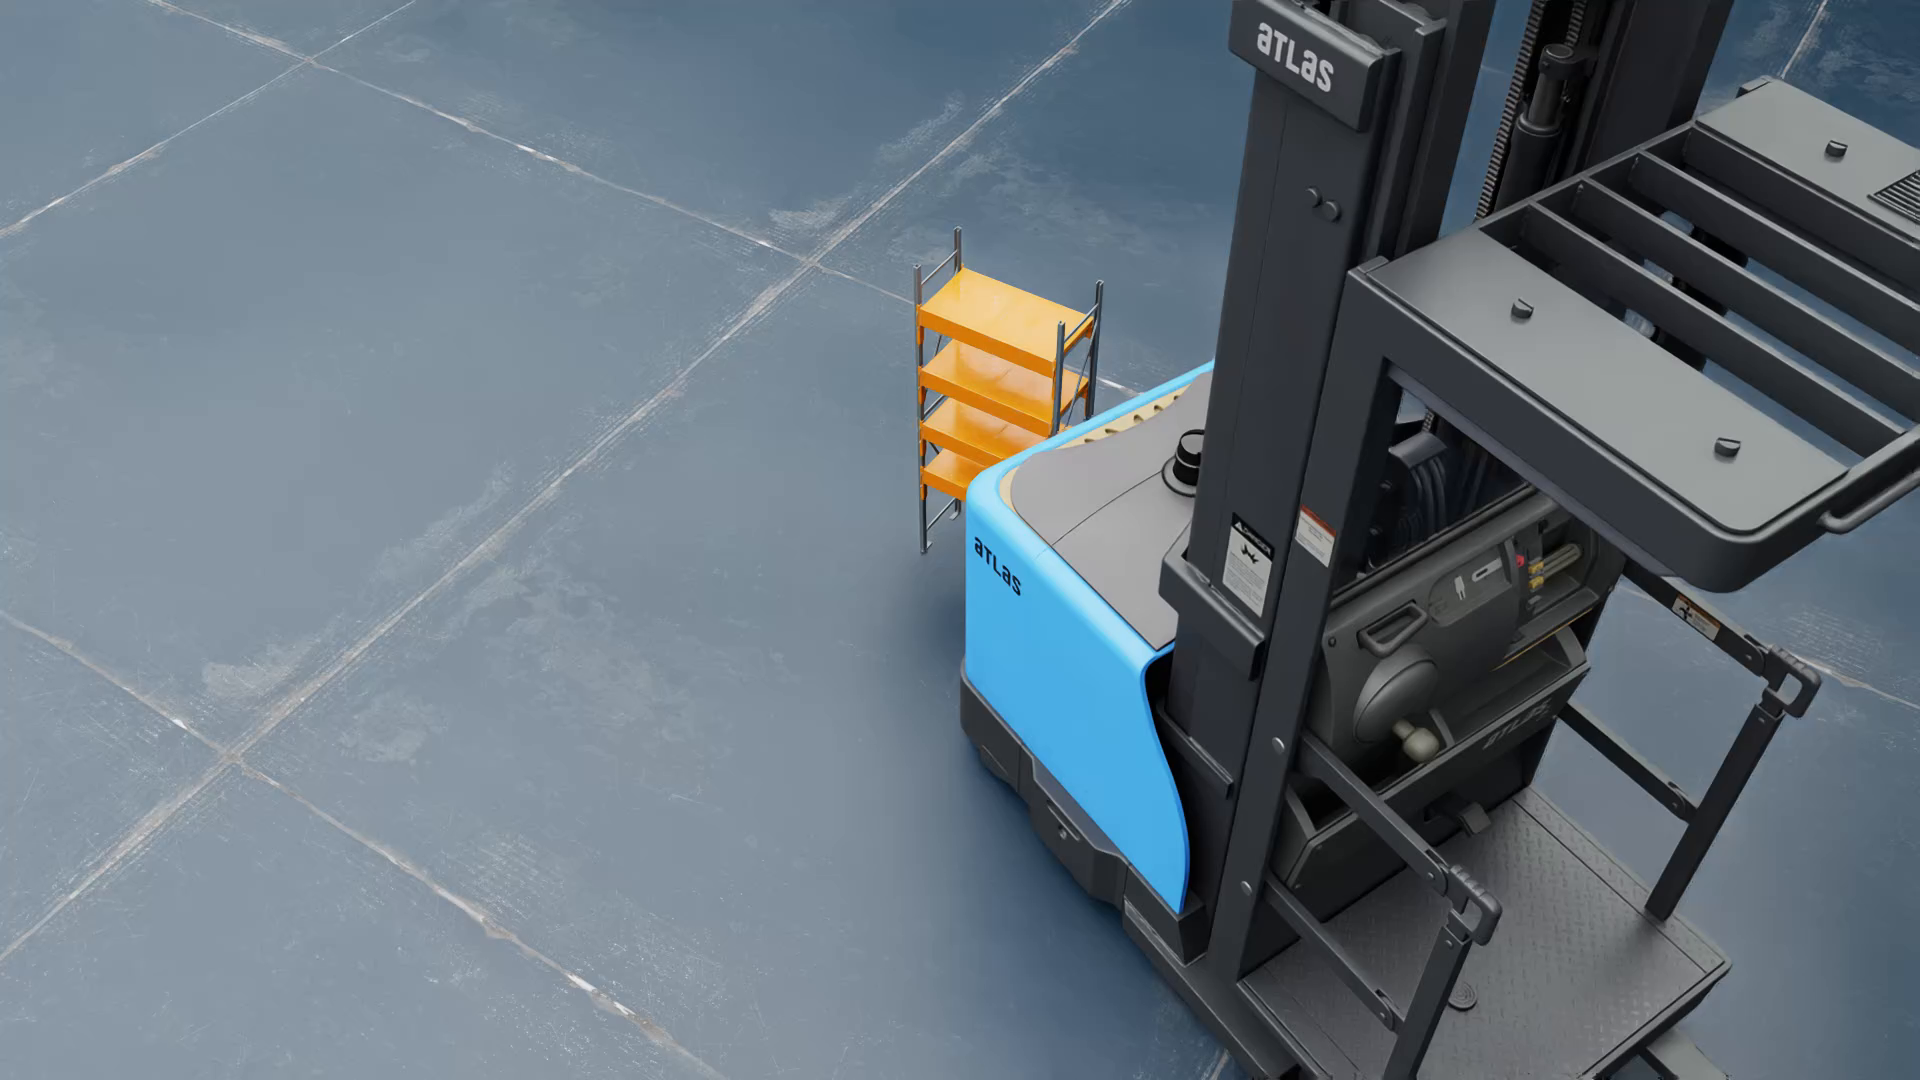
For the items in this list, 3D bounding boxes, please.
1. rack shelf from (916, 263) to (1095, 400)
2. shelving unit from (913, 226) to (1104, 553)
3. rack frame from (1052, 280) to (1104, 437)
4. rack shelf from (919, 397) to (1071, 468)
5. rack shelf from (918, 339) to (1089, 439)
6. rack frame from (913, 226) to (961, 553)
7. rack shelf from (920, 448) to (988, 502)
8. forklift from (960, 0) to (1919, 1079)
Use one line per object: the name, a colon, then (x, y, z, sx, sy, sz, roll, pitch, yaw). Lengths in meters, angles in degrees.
rack shelf: (0.139, -0.628, 4.976, 0.480, 0.148, 0.258, 25, 51, 22)
shelving unit: (0.139, -0.354, 5.257, 0.503, 1.200, 0.258, 25, 51, 22)
rack frame: (0.345, -0.260, 5.166, 0.015, 1.200, 0.240, 25, 51, 22)
rack shelf: (0.139, -0.307, 5.306, 0.480, 0.148, 0.258, 25, 51, 22)
rack shelf: (0.139, -0.463, 5.145, 0.480, 0.148, 0.258, 25, 51, 22)
rack frame: (-0.066, -0.449, 5.349, 0.015, 1.200, 0.240, 25, 51, 22)
rack shelf: (0.139, -0.169, 5.448, 0.480, 0.148, 0.258, 25, 51, 22)
forklift: (1.250, 0.238, 3.475, 1.130, 2.935, 3.031, -26, 51, -23)
